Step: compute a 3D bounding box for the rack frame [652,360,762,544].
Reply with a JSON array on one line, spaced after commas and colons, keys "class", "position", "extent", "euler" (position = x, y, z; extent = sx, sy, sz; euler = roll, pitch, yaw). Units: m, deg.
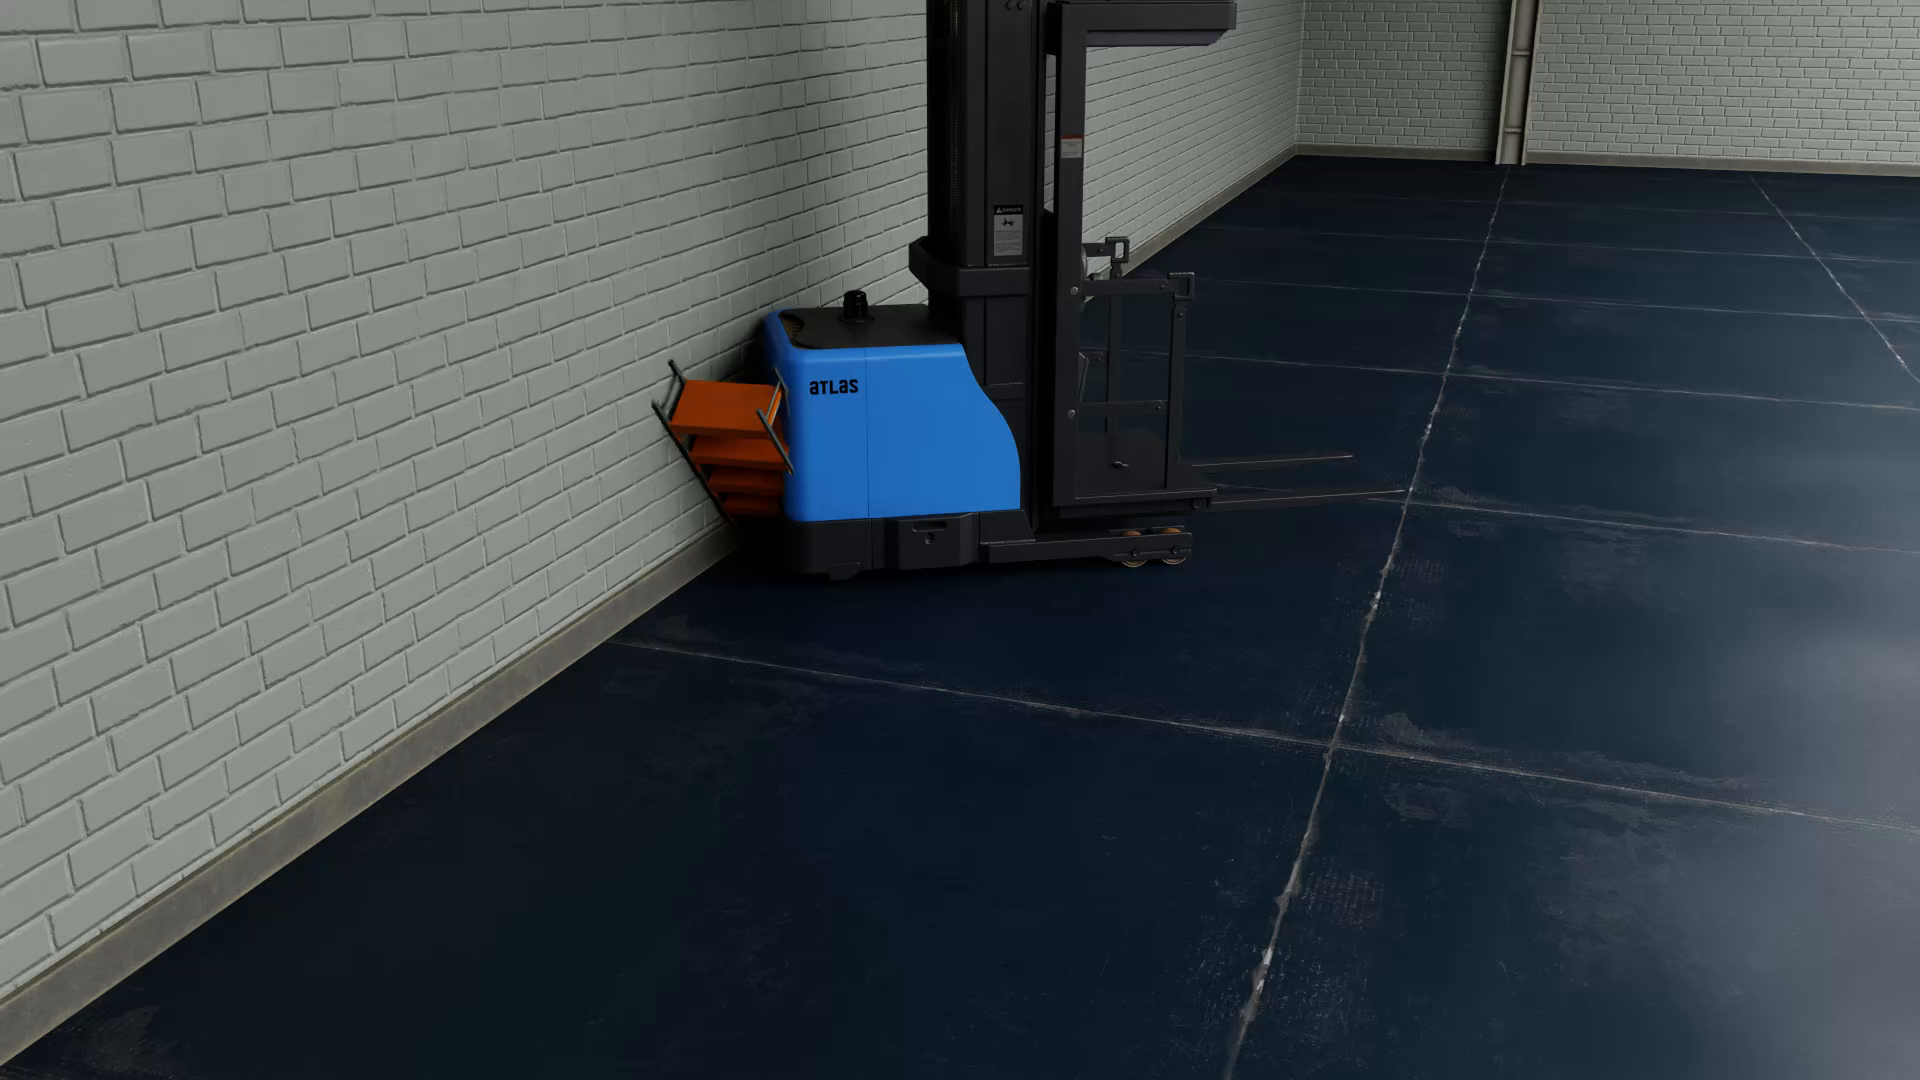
[{"class": "rack frame", "position": [-1.133, -0.365, 7.625], "extent": [0.015, 1.200, 0.240], "euler": [5, 60, 19]}]

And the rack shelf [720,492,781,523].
[{"class": "rack shelf", "position": [-0.841, -0.205, 7.765], "extent": [0.480, 0.148, 0.258], "euler": [5, 60, 19]}]

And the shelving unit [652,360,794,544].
[{"class": "shelving unit", "position": [-0.904, -0.344, 7.546], "extent": [0.503, 1.200, 0.258], "euler": [5, 60, 19]}]

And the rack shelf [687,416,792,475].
[{"class": "rack shelf", "position": [-0.940, -0.425, 7.418], "extent": [0.480, 0.148, 0.258], "euler": [5, 60, 19]}]

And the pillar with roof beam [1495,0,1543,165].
[{"class": "pillar with roof beam", "position": [6.220, -8.136, 17.746], "extent": [0.400, 9.000, 9.100], "euler": [7, 20, 18]}]

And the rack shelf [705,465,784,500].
[{"class": "rack shelf", "position": [-0.888, -0.309, 7.602], "extent": [0.480, 0.148, 0.258], "euler": [5, 60, 19]}]

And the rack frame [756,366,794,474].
[{"class": "rack frame", "position": [-0.674, -0.322, 7.467], "extent": [0.015, 1.200, 0.240], "euler": [5, 60, 19]}]

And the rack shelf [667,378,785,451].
[{"class": "rack shelf", "position": [-0.996, -0.548, 7.224], "extent": [0.480, 0.148, 0.258], "euler": [5, 60, 19]}]

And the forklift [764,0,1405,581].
[{"class": "forklift", "position": [0.617, -1.424, 7.709], "extent": [3.031, 2.935, 1.130], "euler": [-4, 20, -11]}]
